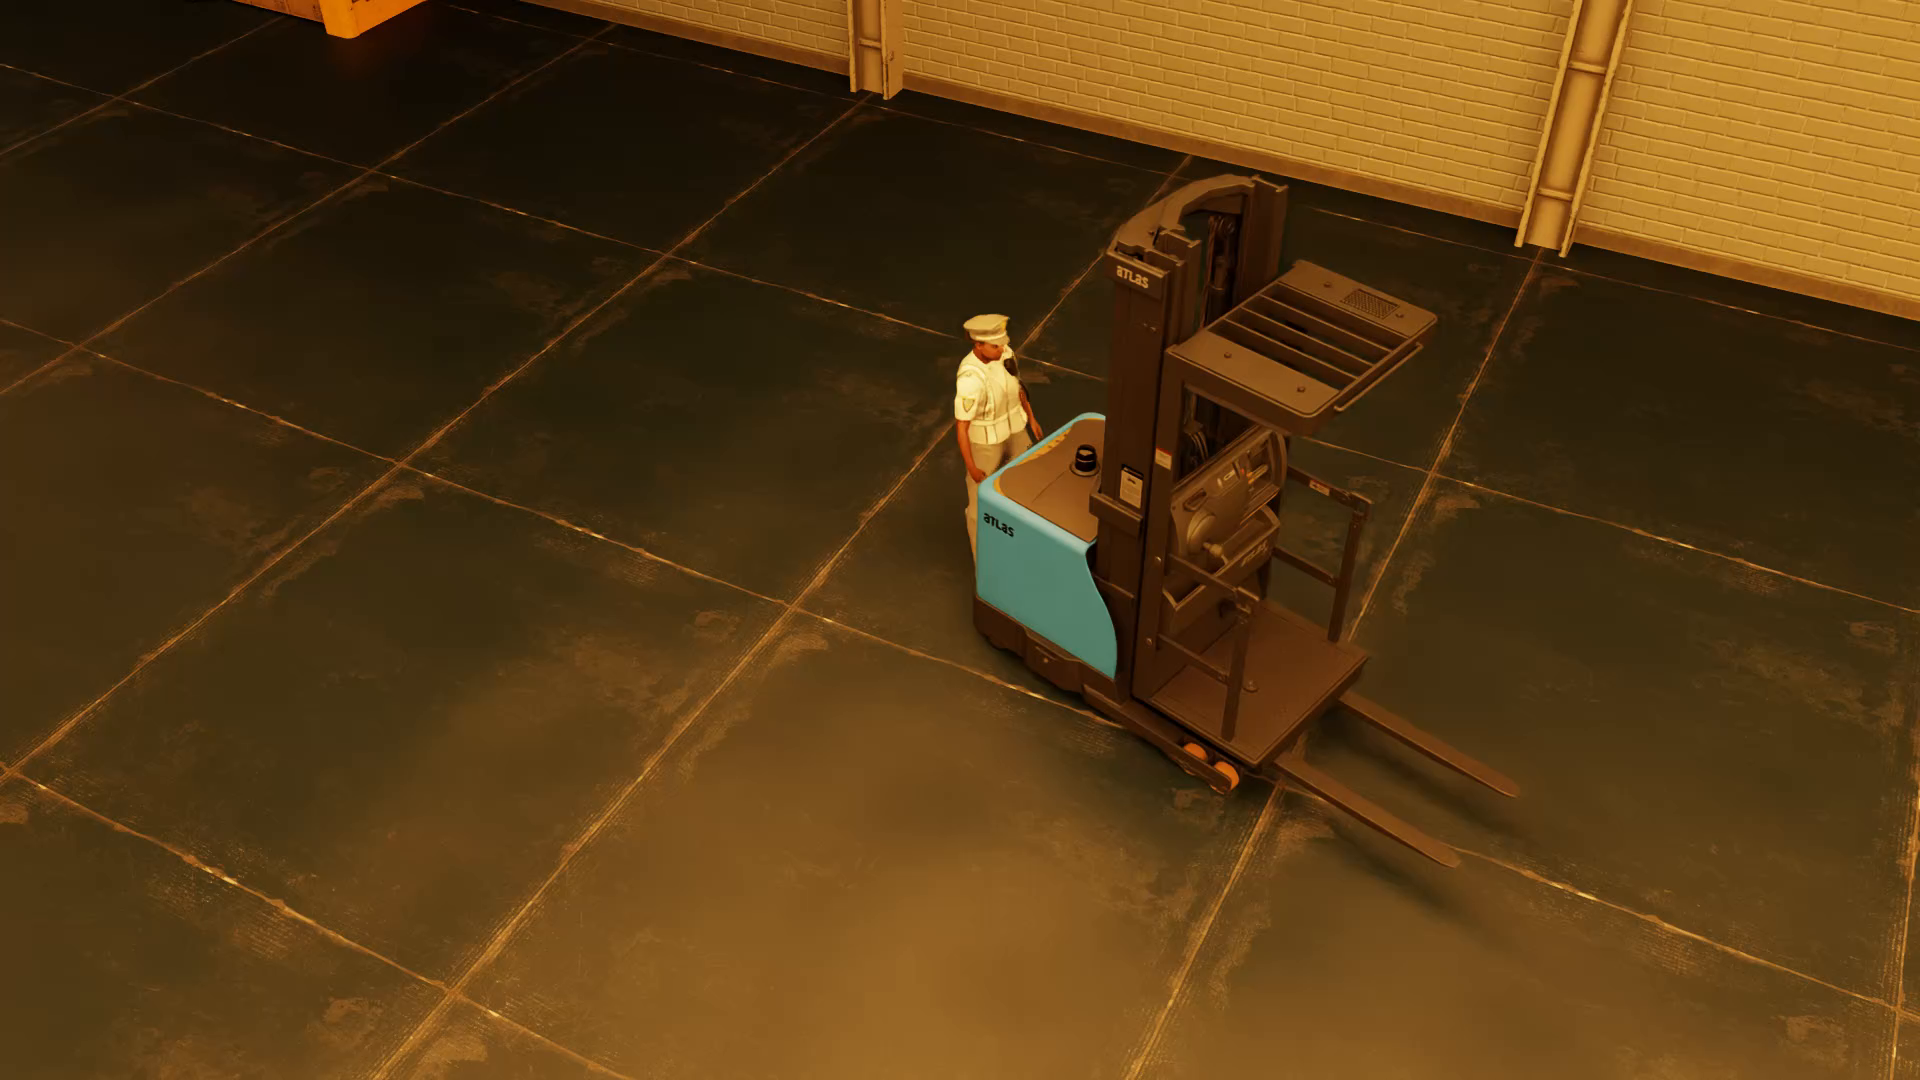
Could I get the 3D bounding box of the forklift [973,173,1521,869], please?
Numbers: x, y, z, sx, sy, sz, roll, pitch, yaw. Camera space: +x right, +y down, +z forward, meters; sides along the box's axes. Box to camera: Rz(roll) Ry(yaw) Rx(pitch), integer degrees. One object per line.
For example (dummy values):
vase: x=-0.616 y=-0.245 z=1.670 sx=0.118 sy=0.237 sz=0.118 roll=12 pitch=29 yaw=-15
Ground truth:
forklift: x=1.502 y=-0.182 z=8.202 sx=3.031 sy=2.935 sz=1.130 roll=31 pitch=49 yaw=31

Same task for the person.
person: x=0.271 y=-0.546 z=9.661 sx=0.630 sy=1.604 sz=0.669 roll=-32 pitch=50 yaw=-32
